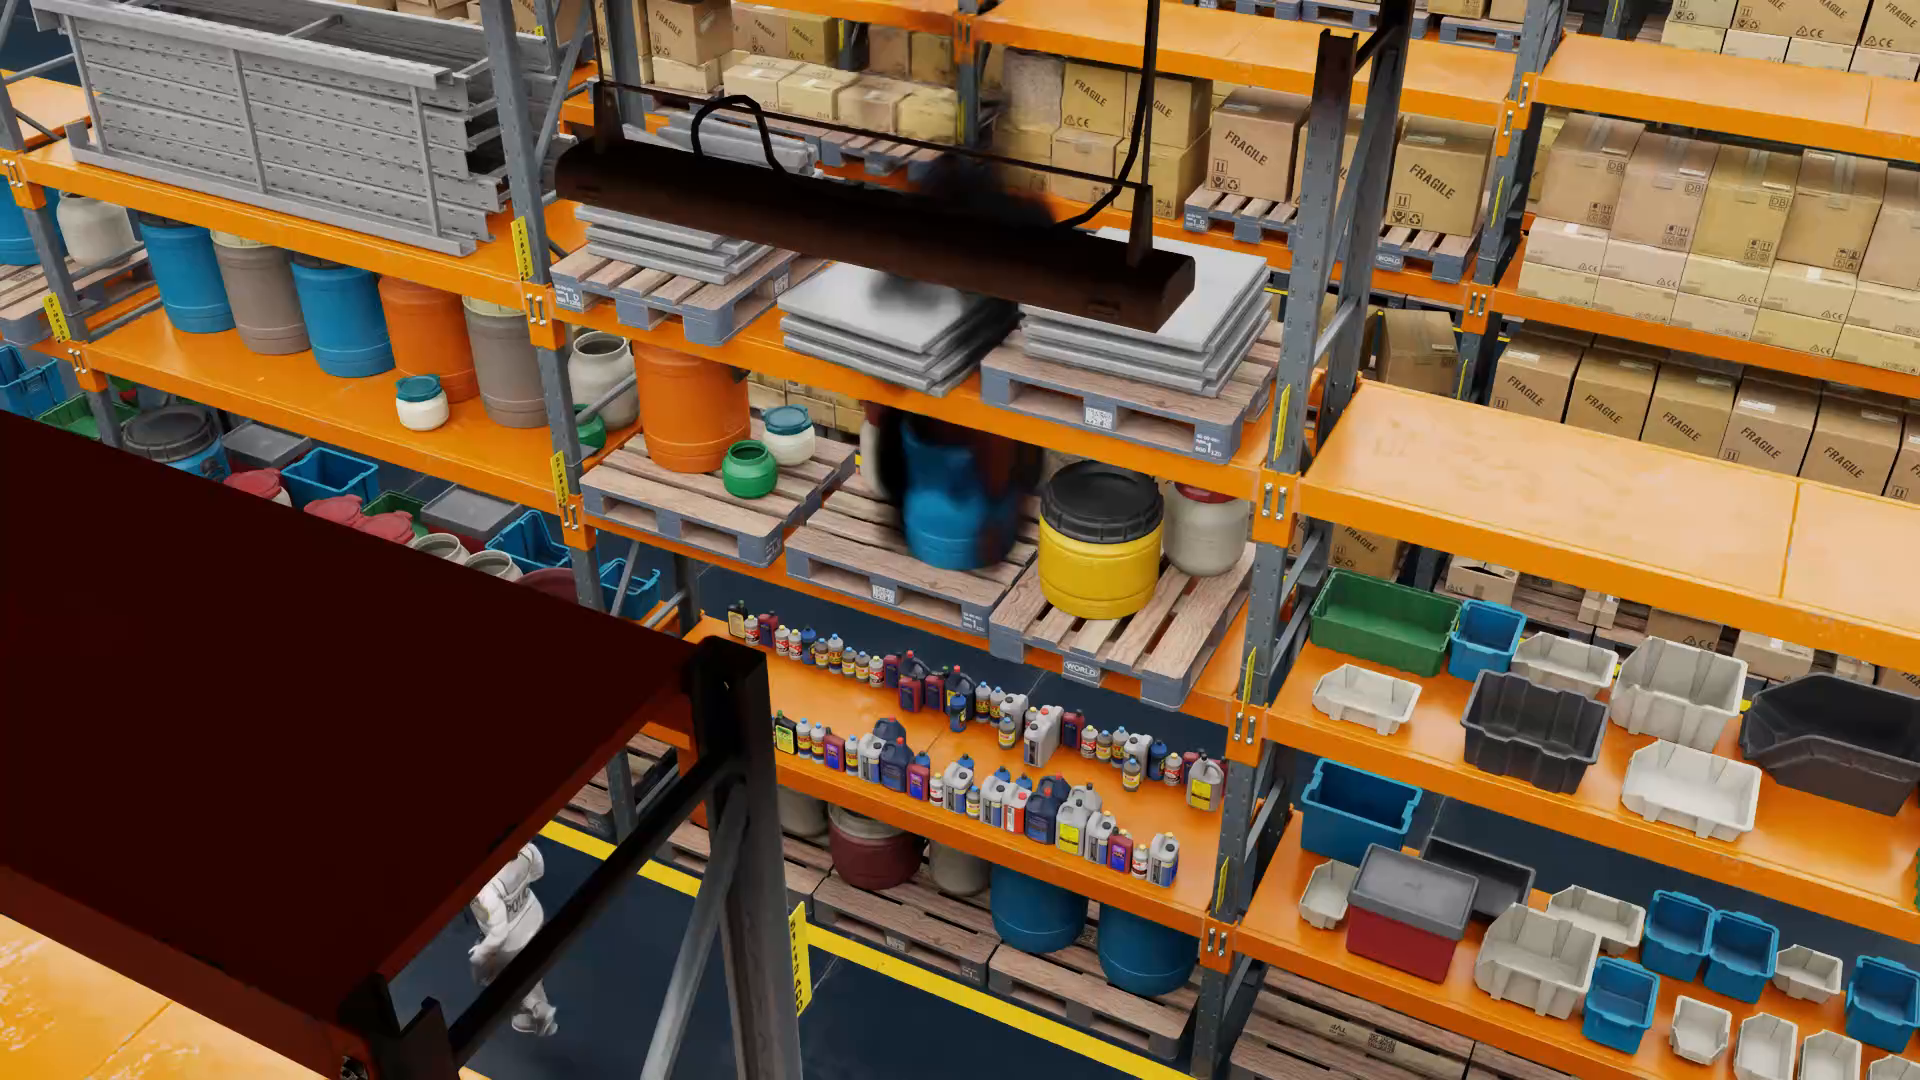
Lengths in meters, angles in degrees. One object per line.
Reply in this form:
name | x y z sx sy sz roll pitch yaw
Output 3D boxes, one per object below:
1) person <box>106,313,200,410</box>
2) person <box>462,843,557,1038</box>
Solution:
person | -7.421 -1.829 14.945 0.792 1.849 0.616 -2 35 -2
person | -2.461 2.115 9.045 0.542 1.658 0.612 12 37 17
